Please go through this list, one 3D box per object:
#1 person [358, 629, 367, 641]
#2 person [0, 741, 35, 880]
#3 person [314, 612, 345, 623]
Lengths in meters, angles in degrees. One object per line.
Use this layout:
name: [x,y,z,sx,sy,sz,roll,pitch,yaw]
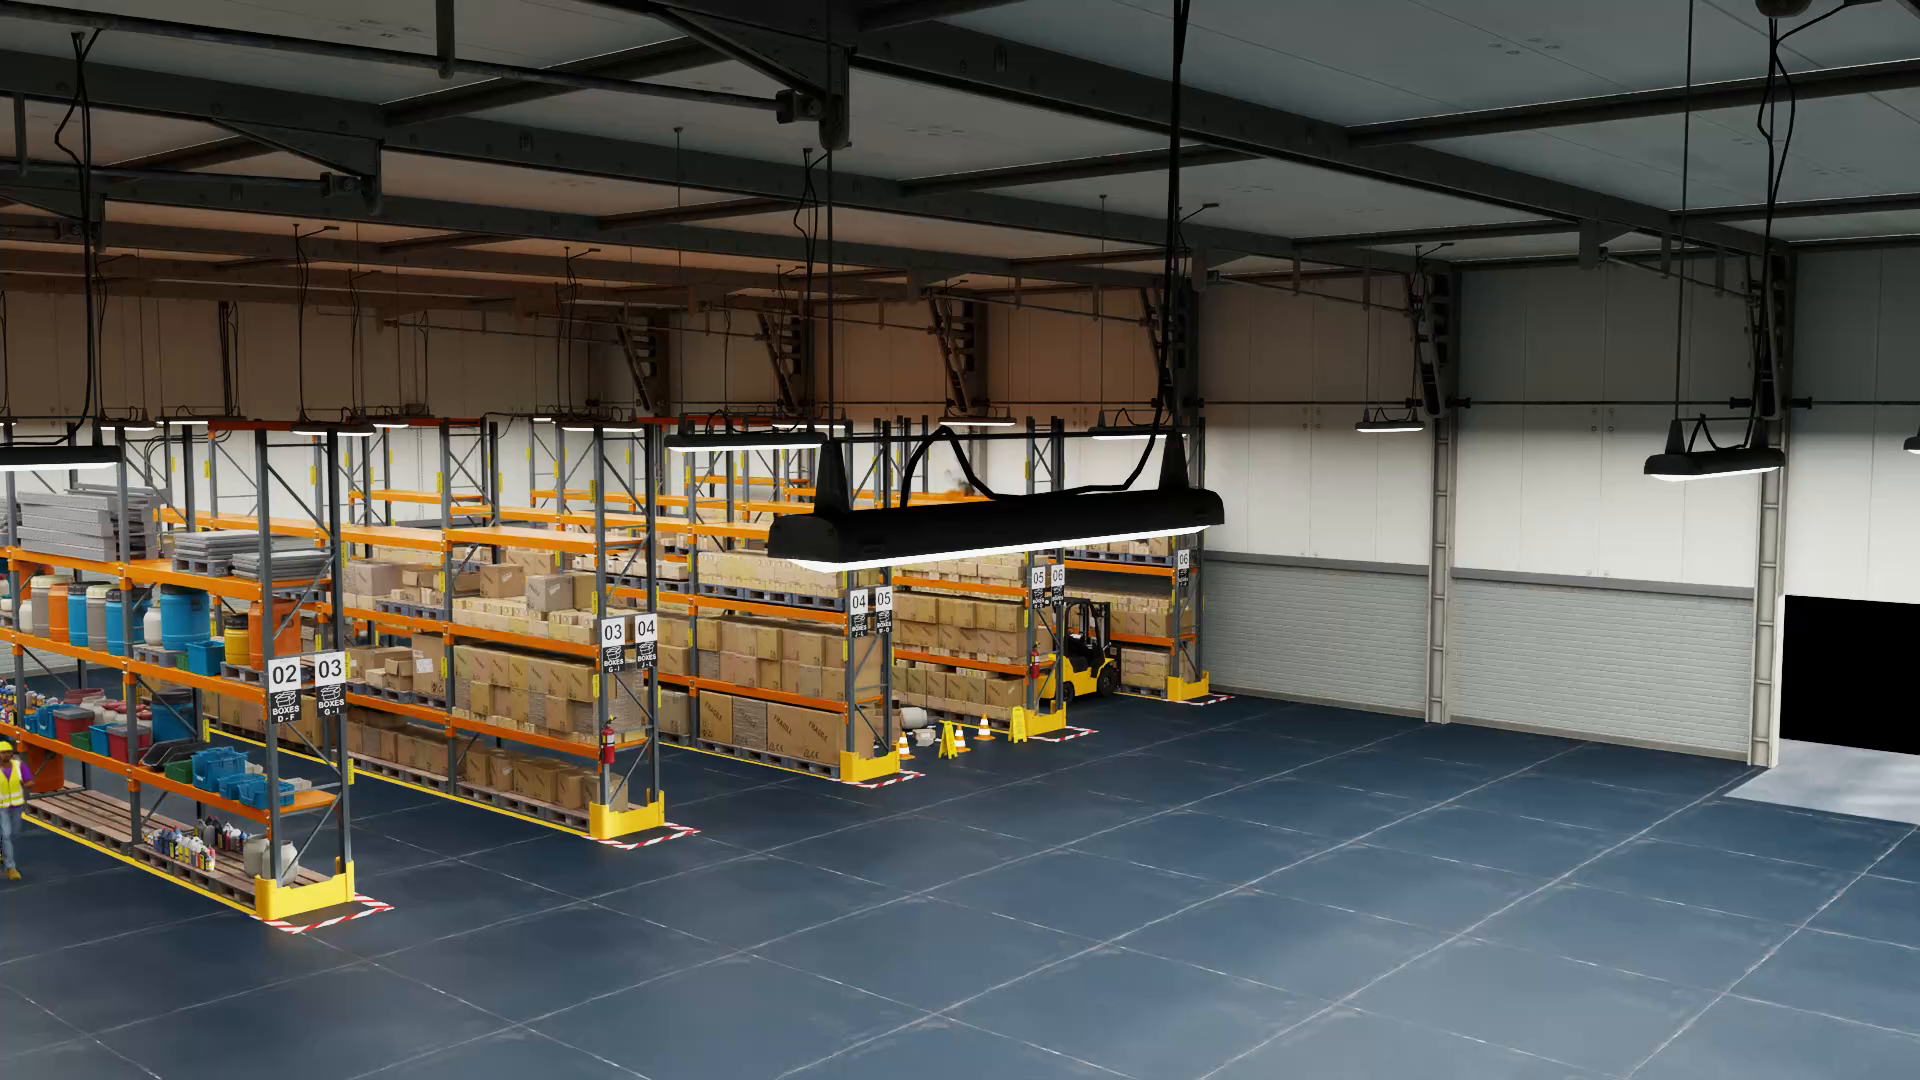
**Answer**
person: [-14.406,2.231,39.633,0.565,1.709,0.736,0,5,-2]
person: [-12.750,3.575,22.237,0.946,1.776,0.693,4,6,38]
person: [-14.760,2.240,38.843,0.746,1.750,0.837,0,5,4]
